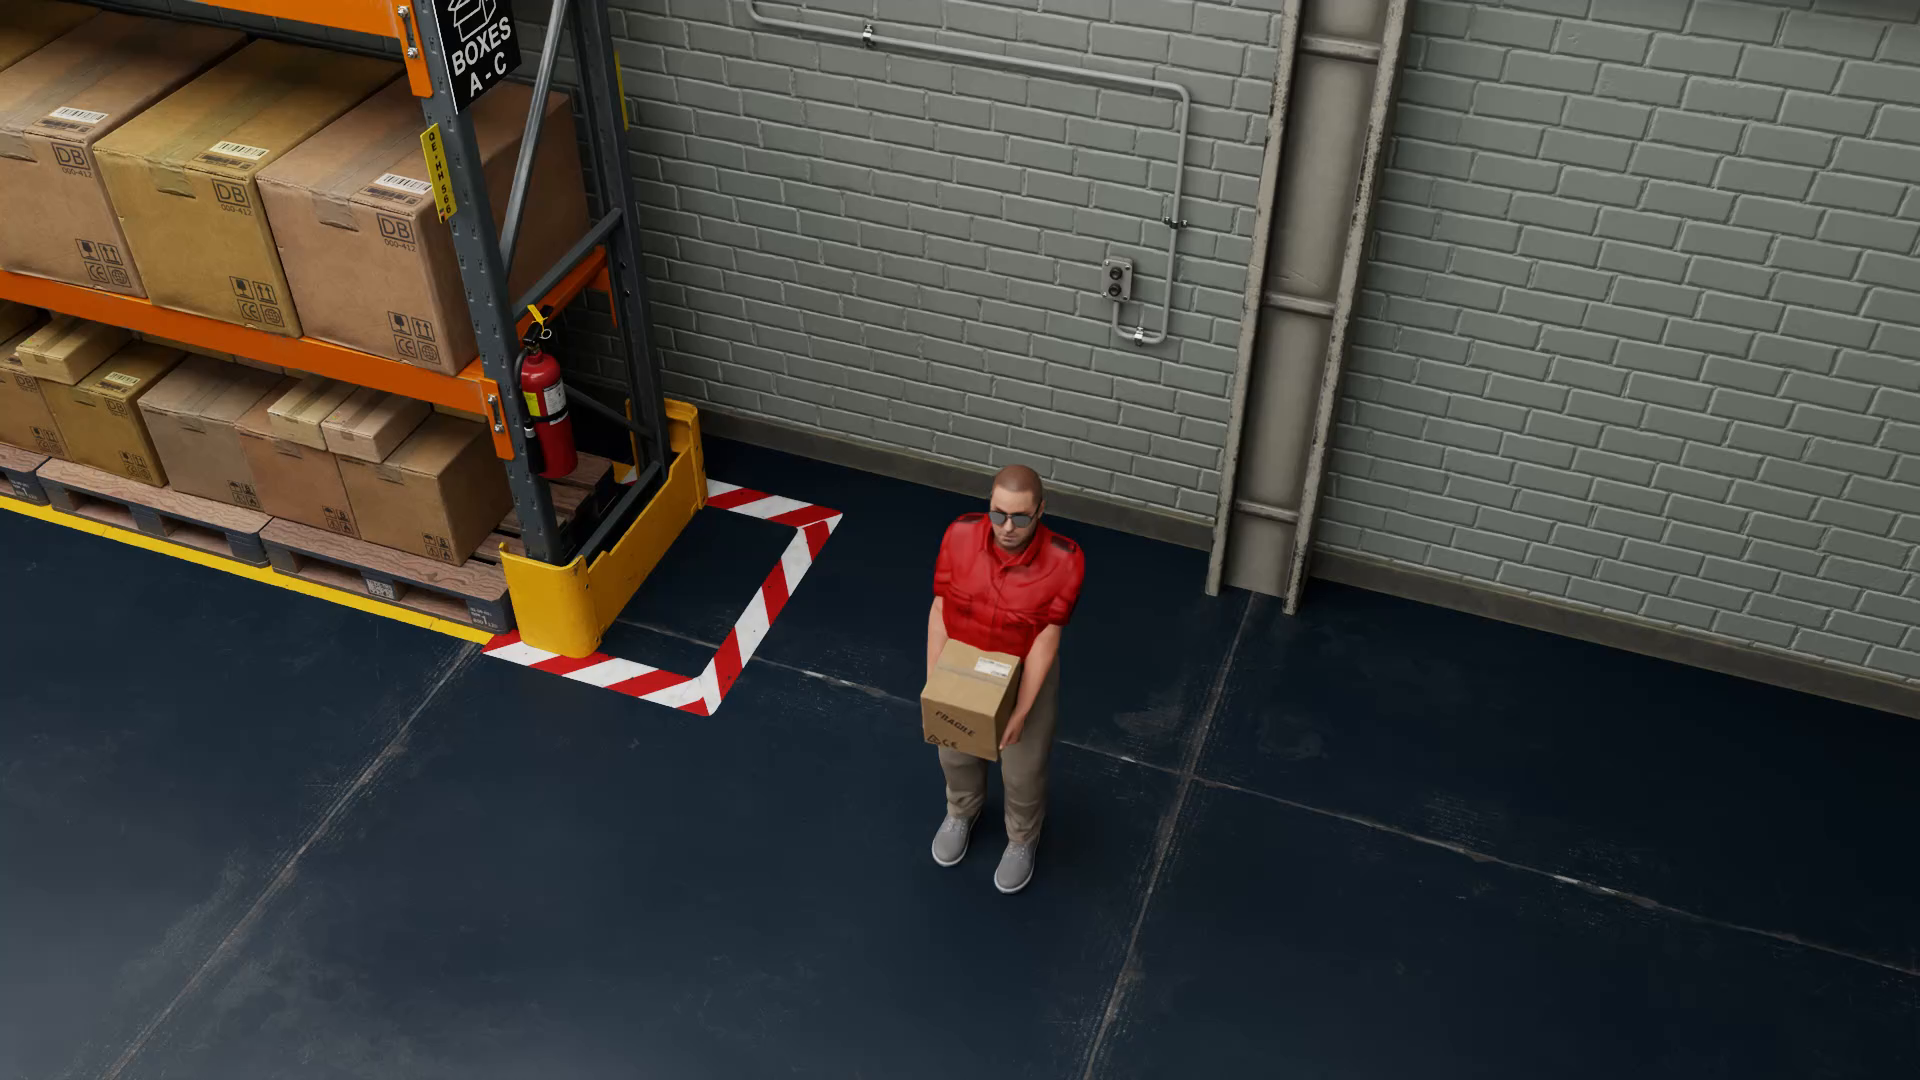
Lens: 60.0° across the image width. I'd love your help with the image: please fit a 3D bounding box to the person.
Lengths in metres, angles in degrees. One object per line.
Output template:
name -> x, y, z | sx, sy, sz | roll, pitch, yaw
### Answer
person -> 0.114, 0.529, 5.577 | 0.493, 1.719, 0.530 | 14, 43, 16
